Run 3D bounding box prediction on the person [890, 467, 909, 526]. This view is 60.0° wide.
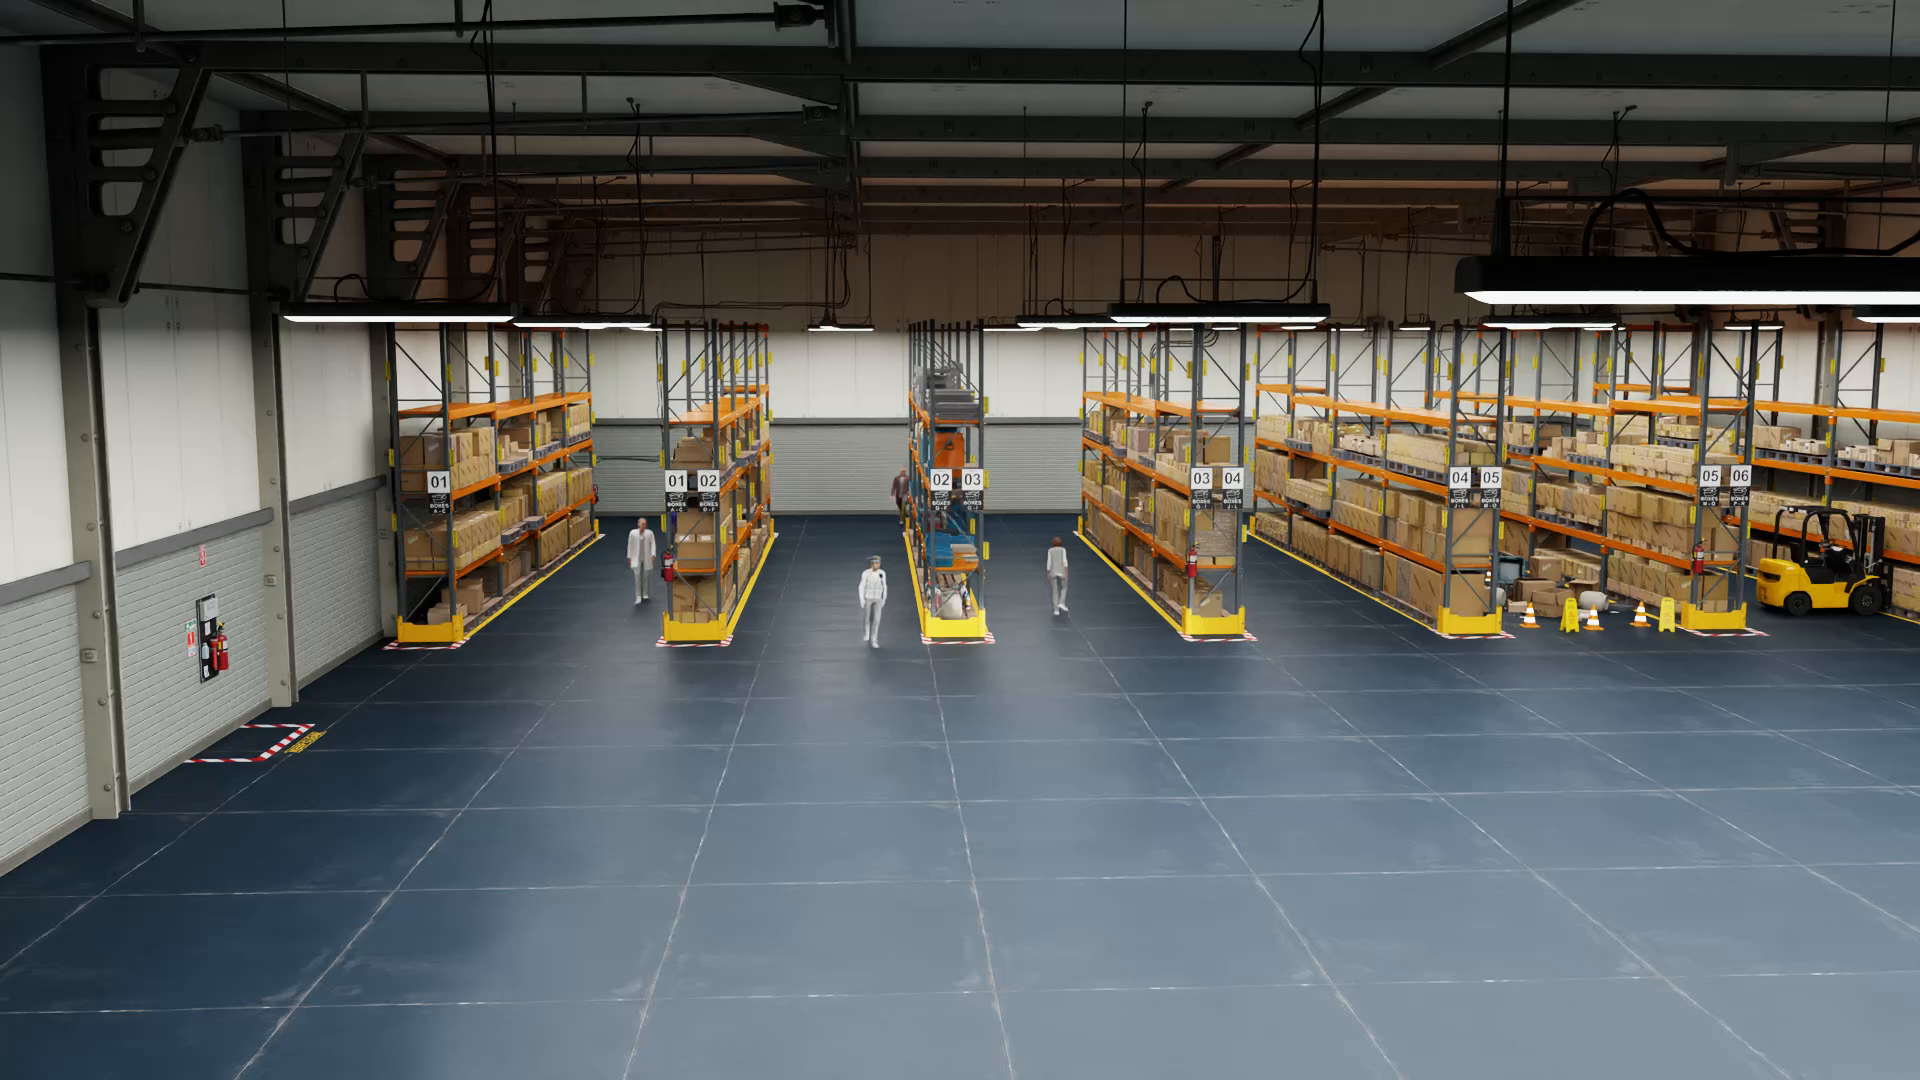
[{"bbox_3d":[-1.765,-1.310,50.020,0.605,1.708,1.067,2,7,17],"label":"person"}]

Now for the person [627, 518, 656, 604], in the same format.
[{"bbox_3d":[-6.832,0.445,35.809,0.615,1.783,0.817,-2,7,-18],"label":"person"}]

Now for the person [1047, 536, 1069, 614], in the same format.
[{"bbox_3d":[2.003,0.715,34.127,0.460,1.578,0.489,1,7,7],"label":"person"}]

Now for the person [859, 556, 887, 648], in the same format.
[{"bbox_3d":[-1.608,1.124,30.817,0.569,1.666,0.720,-2,7,-16],"label":"person"}]

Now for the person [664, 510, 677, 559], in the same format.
[{"bbox_3d":[-7.260,-0.250,42.255,0.528,1.491,1.009,-1,7,-6],"label":"person"}]
